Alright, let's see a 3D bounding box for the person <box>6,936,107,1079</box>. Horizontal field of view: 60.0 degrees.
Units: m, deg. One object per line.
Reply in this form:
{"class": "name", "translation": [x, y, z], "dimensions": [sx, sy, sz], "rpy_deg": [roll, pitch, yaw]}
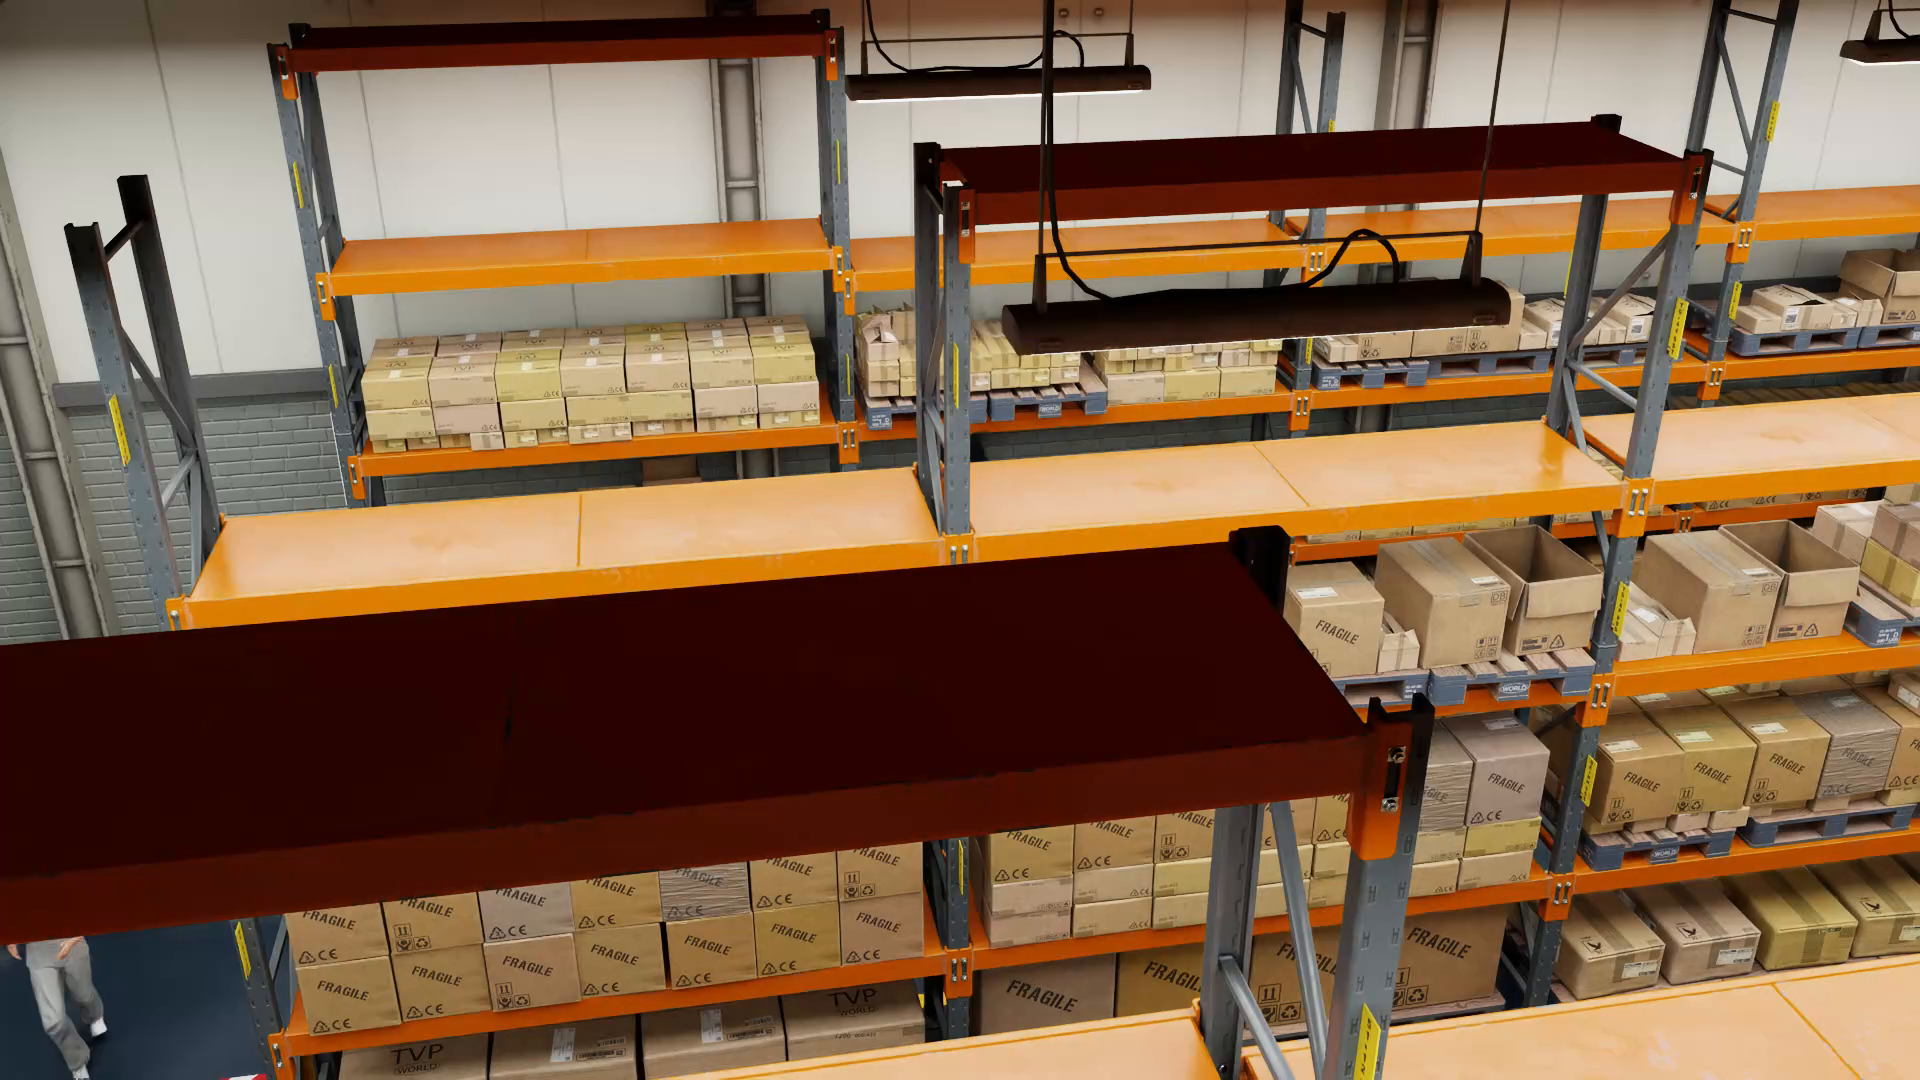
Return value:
{"class": "person", "translation": [-5.848, 2.723, 10.792], "dimensions": [0.570, 1.702, 0.745], "rpy_deg": [-13, 29, -24]}
